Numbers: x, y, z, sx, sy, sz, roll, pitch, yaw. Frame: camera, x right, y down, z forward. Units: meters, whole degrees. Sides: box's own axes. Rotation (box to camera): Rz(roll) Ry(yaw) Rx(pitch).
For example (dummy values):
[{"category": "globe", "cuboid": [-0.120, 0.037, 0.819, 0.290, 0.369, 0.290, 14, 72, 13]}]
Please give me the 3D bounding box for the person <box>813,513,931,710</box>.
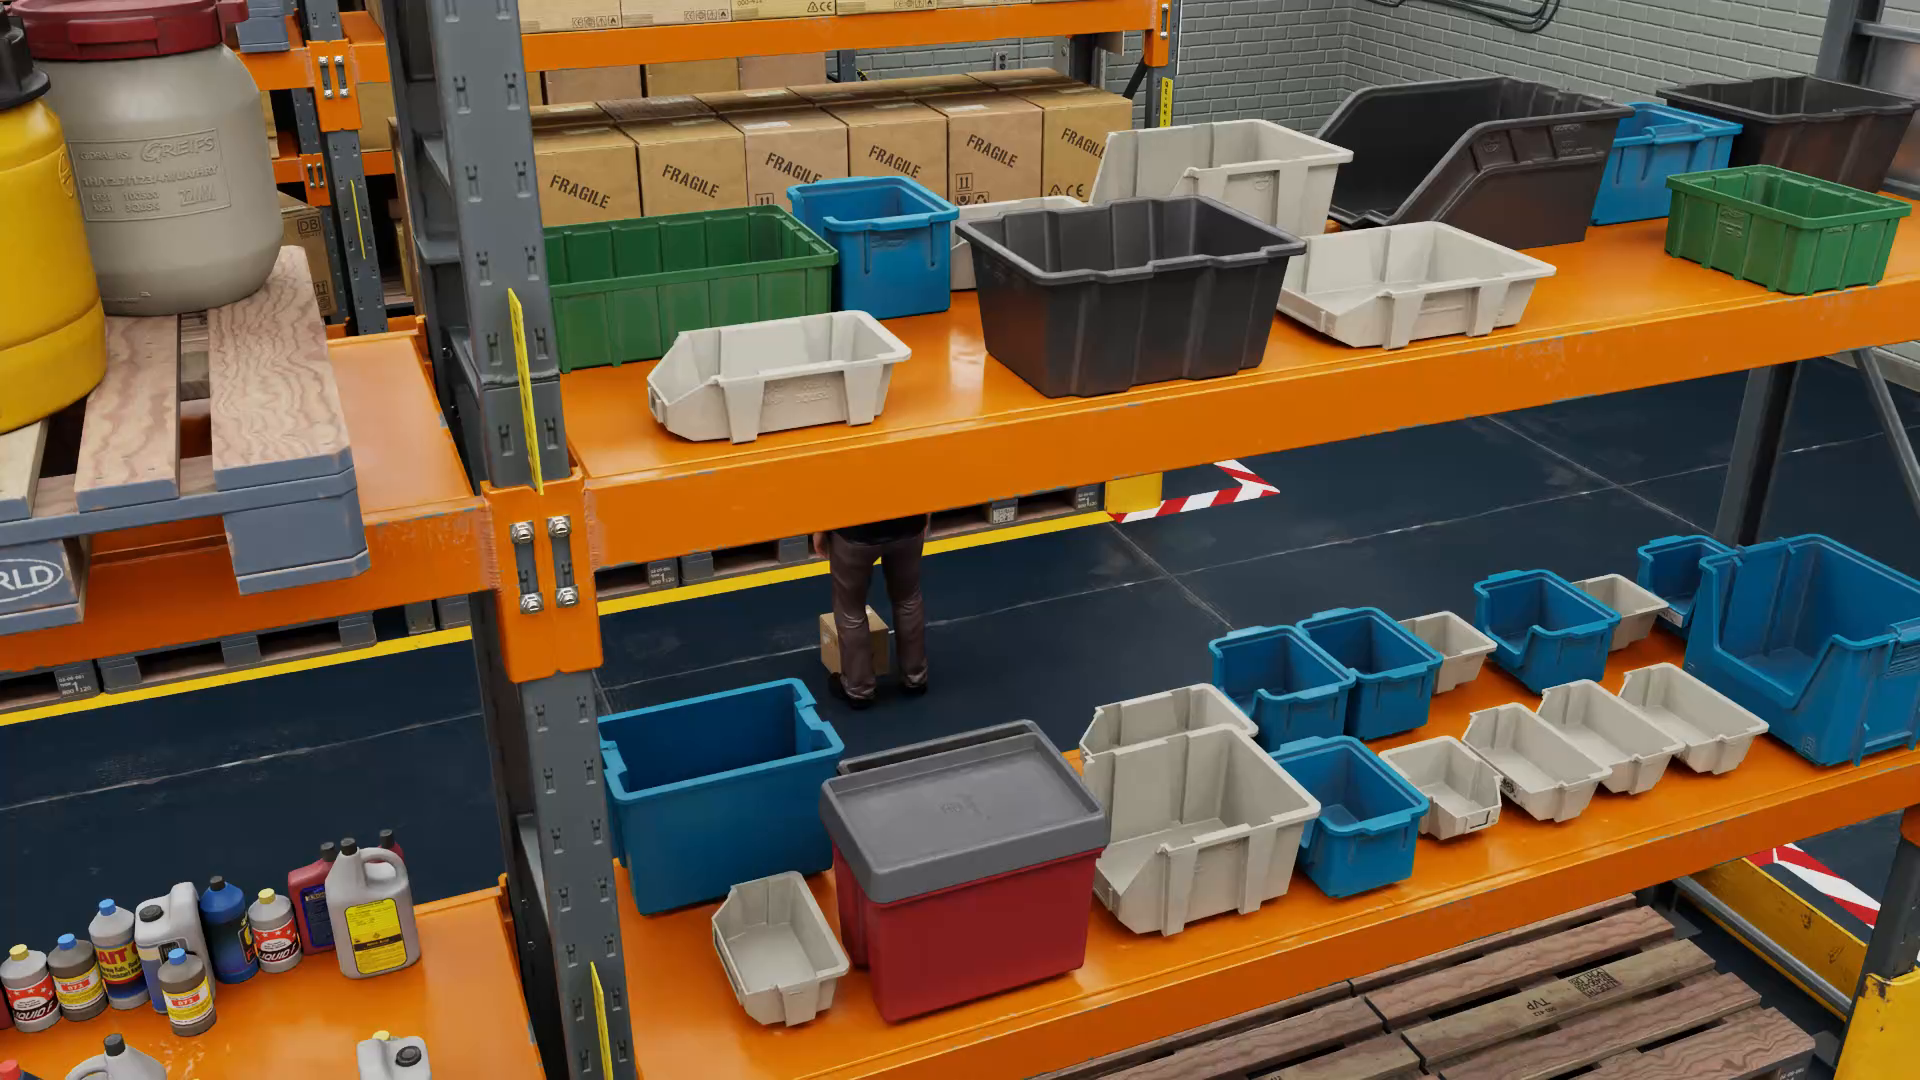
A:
[{"category": "person", "cuboid": [-0.368, -0.060, 7.264, 0.580, 1.720, 0.417, -11, 28, -22]}]
